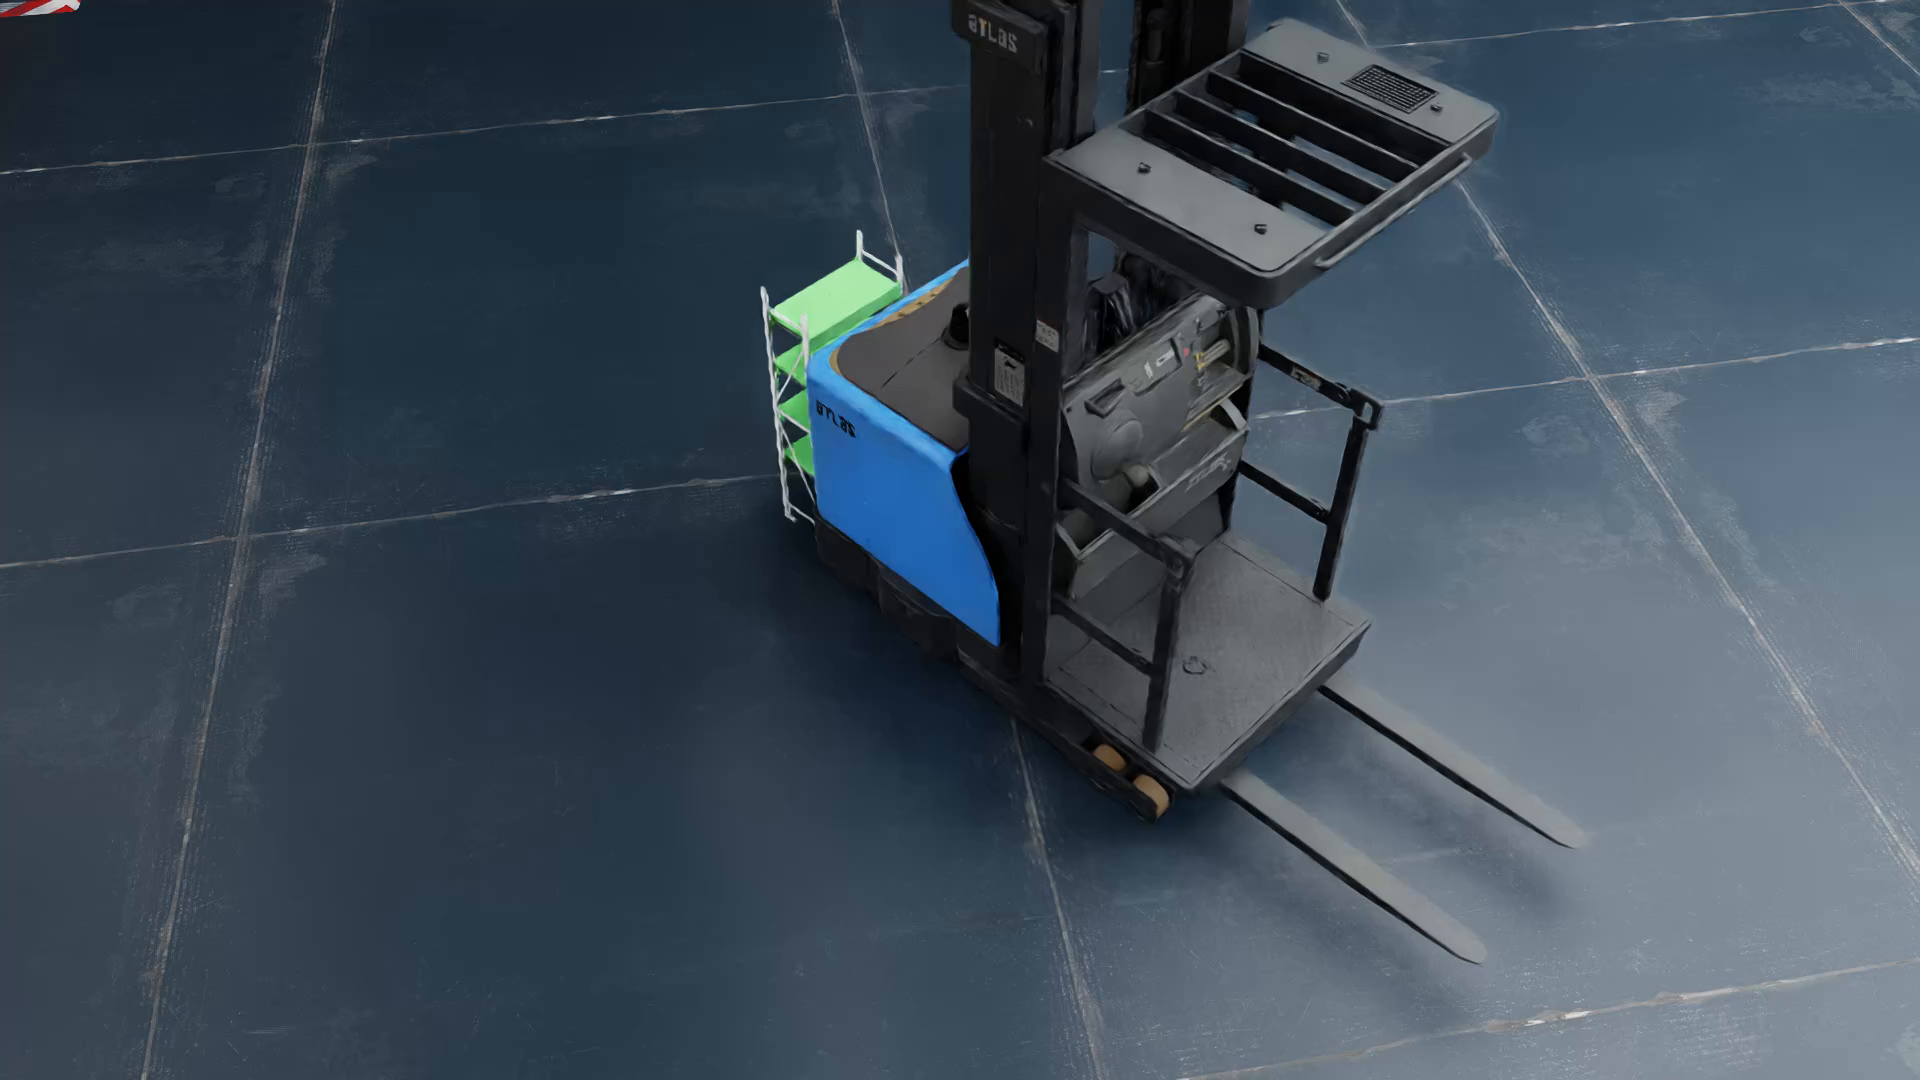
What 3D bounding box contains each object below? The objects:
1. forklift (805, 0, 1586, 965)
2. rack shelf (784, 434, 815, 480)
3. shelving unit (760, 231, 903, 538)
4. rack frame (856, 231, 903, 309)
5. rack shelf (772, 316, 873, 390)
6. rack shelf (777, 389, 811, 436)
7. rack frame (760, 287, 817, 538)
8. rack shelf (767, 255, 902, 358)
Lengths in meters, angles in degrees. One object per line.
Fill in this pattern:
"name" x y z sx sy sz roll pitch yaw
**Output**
"forklift" 0.818 -0.437 5.329 3.031 2.935 1.130 35 56 29
"rack shelf" -0.481 -0.379 6.897 0.258 0.148 0.480 35 55 29
"shelving unit" -0.481 -0.590 6.678 0.258 1.200 0.503 35 55 29
"rack frame" -0.311 -0.716 6.800 0.240 1.200 0.015 35 55 29
"rack shelf" -0.481 -0.712 6.551 0.258 0.148 0.480 35 55 29
"rack shelf" -0.481 -0.545 6.724 0.258 0.148 0.480 35 55 29
"rack frame" -0.651 -0.463 6.556 0.240 1.200 0.015 35 55 29
"rack shelf" -0.481 -0.878 6.378 0.258 0.148 0.480 35 55 29
